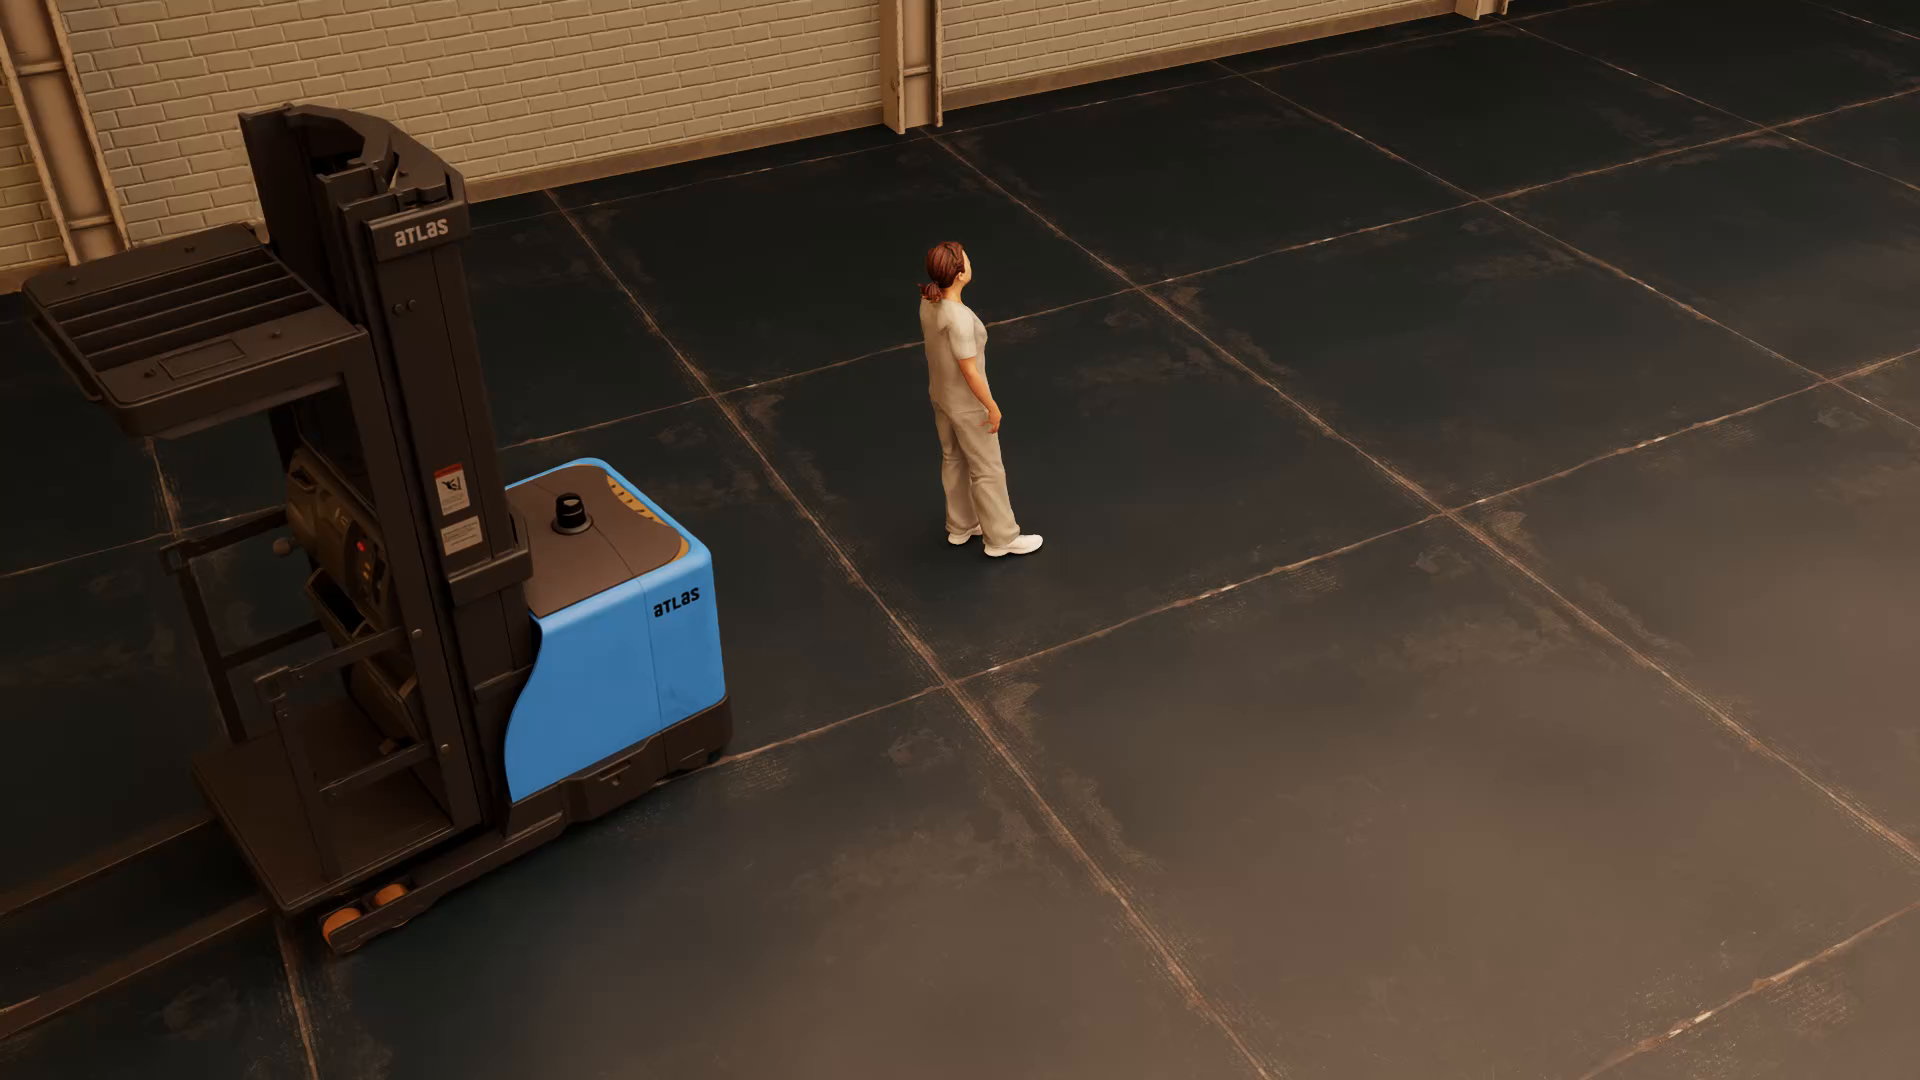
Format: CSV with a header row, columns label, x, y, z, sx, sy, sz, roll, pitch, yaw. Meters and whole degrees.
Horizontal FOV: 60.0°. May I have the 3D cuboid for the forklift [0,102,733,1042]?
label,x,y,z,sx,sy,sz,roll,pitch,yaw
forklift,-2.460,0.046,6.059,3.031,2.935,1.130,-25,42,-31

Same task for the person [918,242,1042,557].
label,x,y,z,sx,sy,sz,roll,pitch,yaw
person,0.071,-0.703,8.193,0.549,1.675,0.550,-17,39,-23
